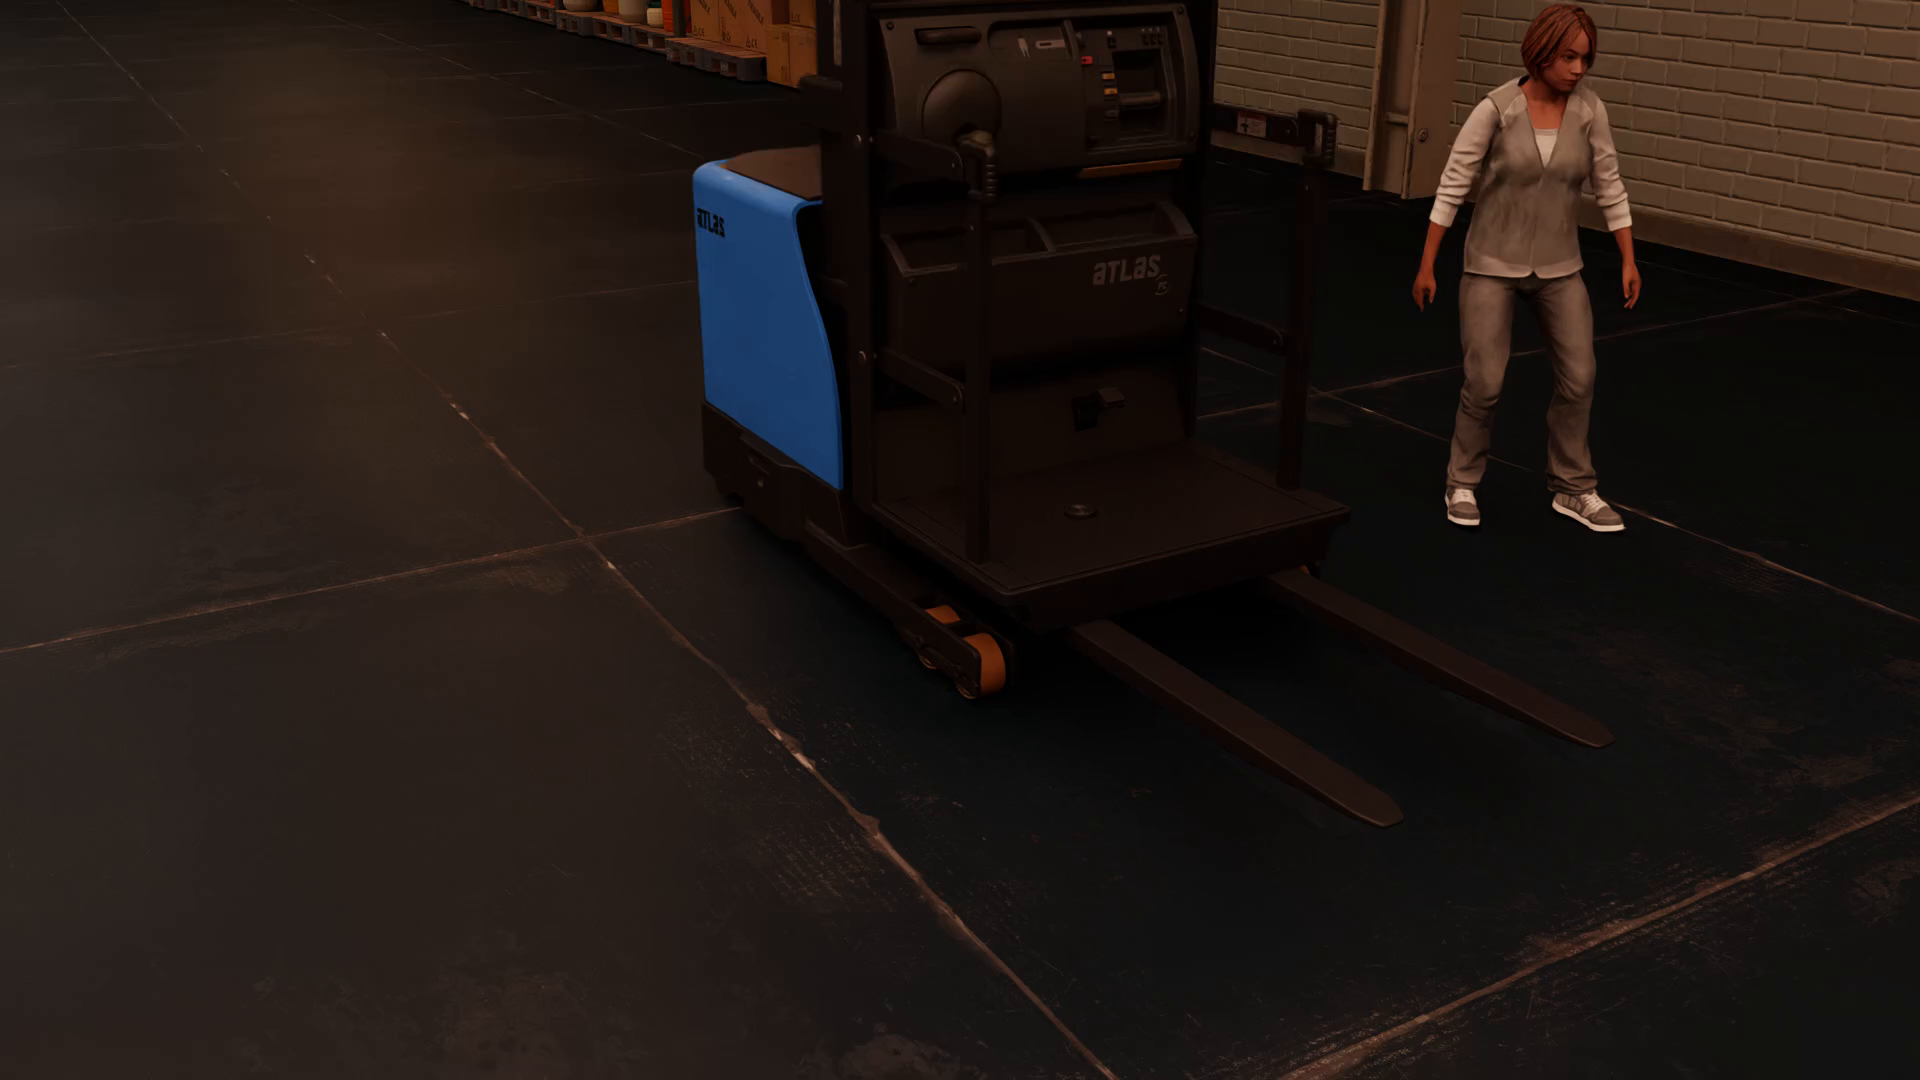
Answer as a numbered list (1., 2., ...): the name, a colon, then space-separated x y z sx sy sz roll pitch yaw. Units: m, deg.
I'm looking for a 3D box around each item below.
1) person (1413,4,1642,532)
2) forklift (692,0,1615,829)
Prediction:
1. person: 1.727 -0.795 5.013 0.687 1.569 0.339 0 22 0
2. forklift: 0.331 -1.156 4.092 1.130 2.935 3.031 -13 25 -28
